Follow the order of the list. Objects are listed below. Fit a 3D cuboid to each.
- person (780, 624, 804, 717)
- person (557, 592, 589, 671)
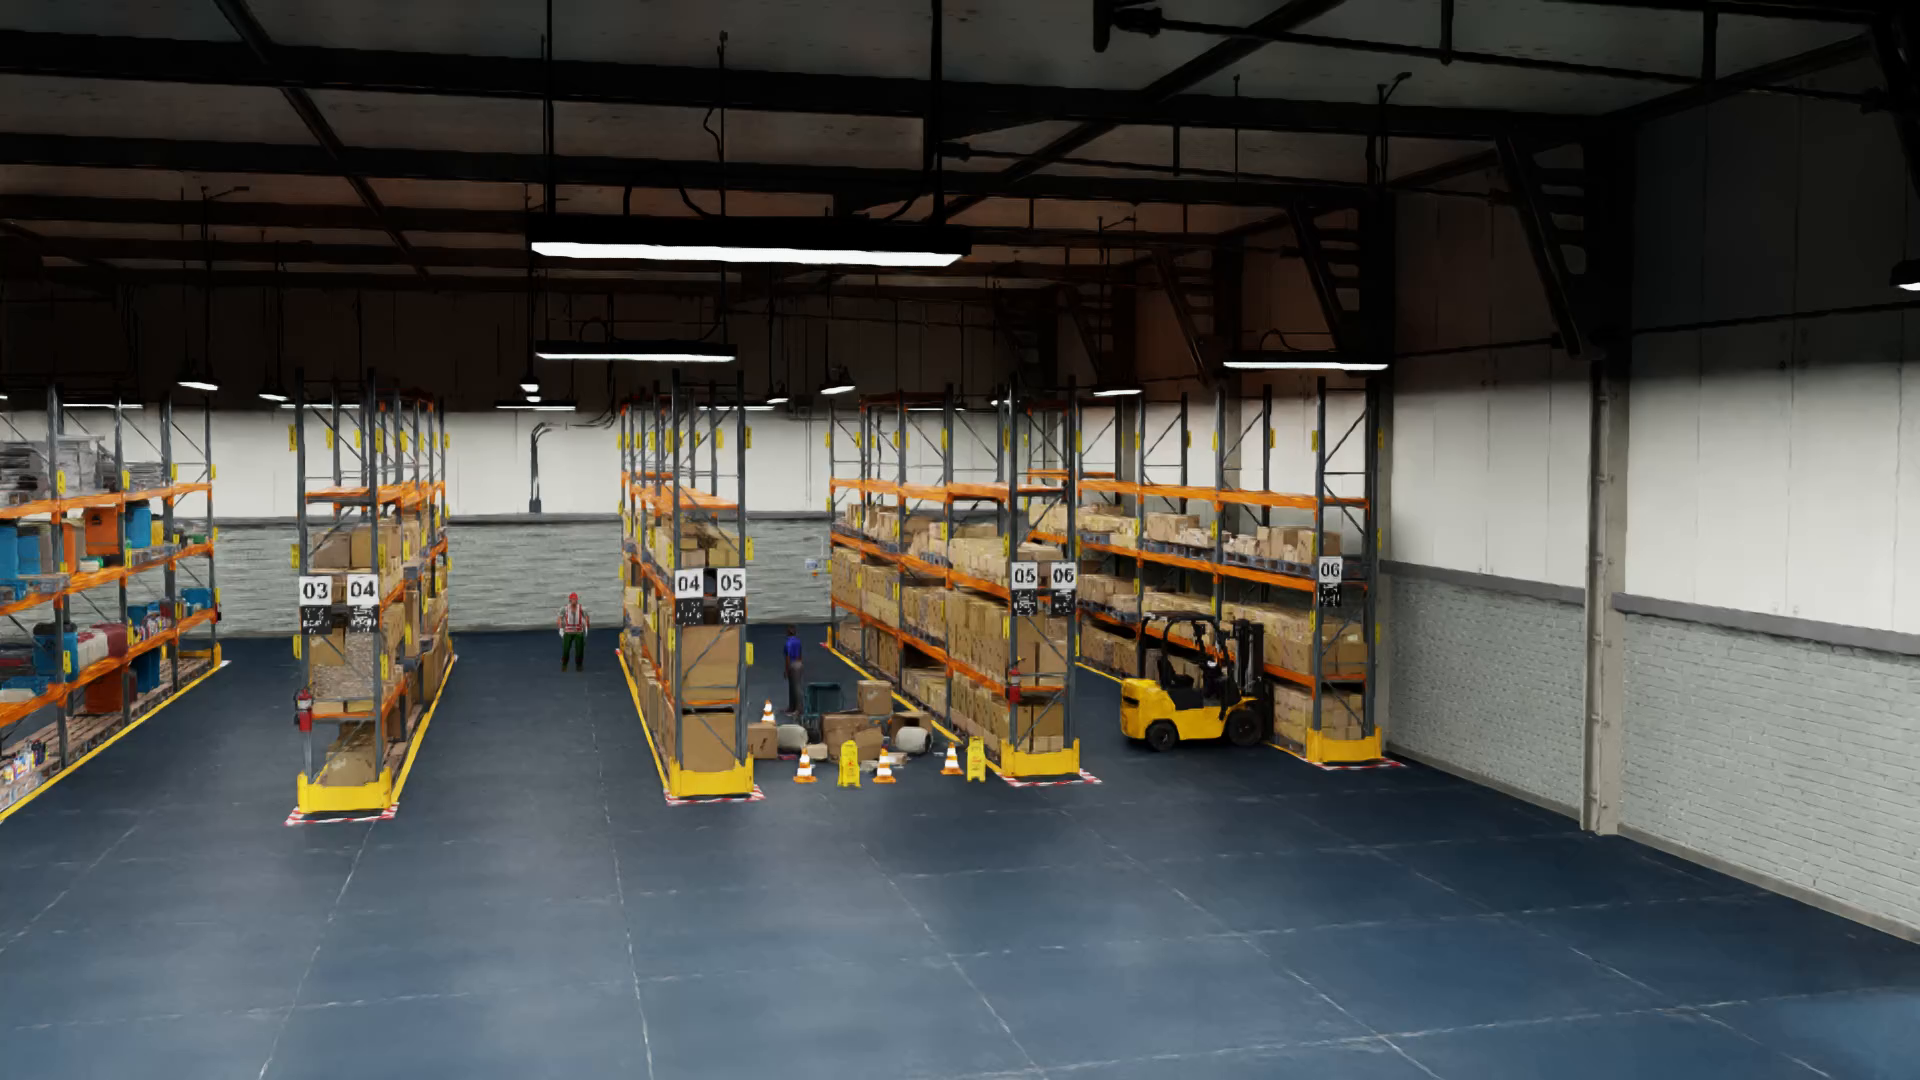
[{"bbox_3d":[-3.067,2.359,30.286,0.544,1.639,0.567,1,4,17],"label":"person"},{"bbox_3d":[-8.377,1.990,36.040,0.677,1.742,0.552,-1,4,-15],"label":"person"}]
